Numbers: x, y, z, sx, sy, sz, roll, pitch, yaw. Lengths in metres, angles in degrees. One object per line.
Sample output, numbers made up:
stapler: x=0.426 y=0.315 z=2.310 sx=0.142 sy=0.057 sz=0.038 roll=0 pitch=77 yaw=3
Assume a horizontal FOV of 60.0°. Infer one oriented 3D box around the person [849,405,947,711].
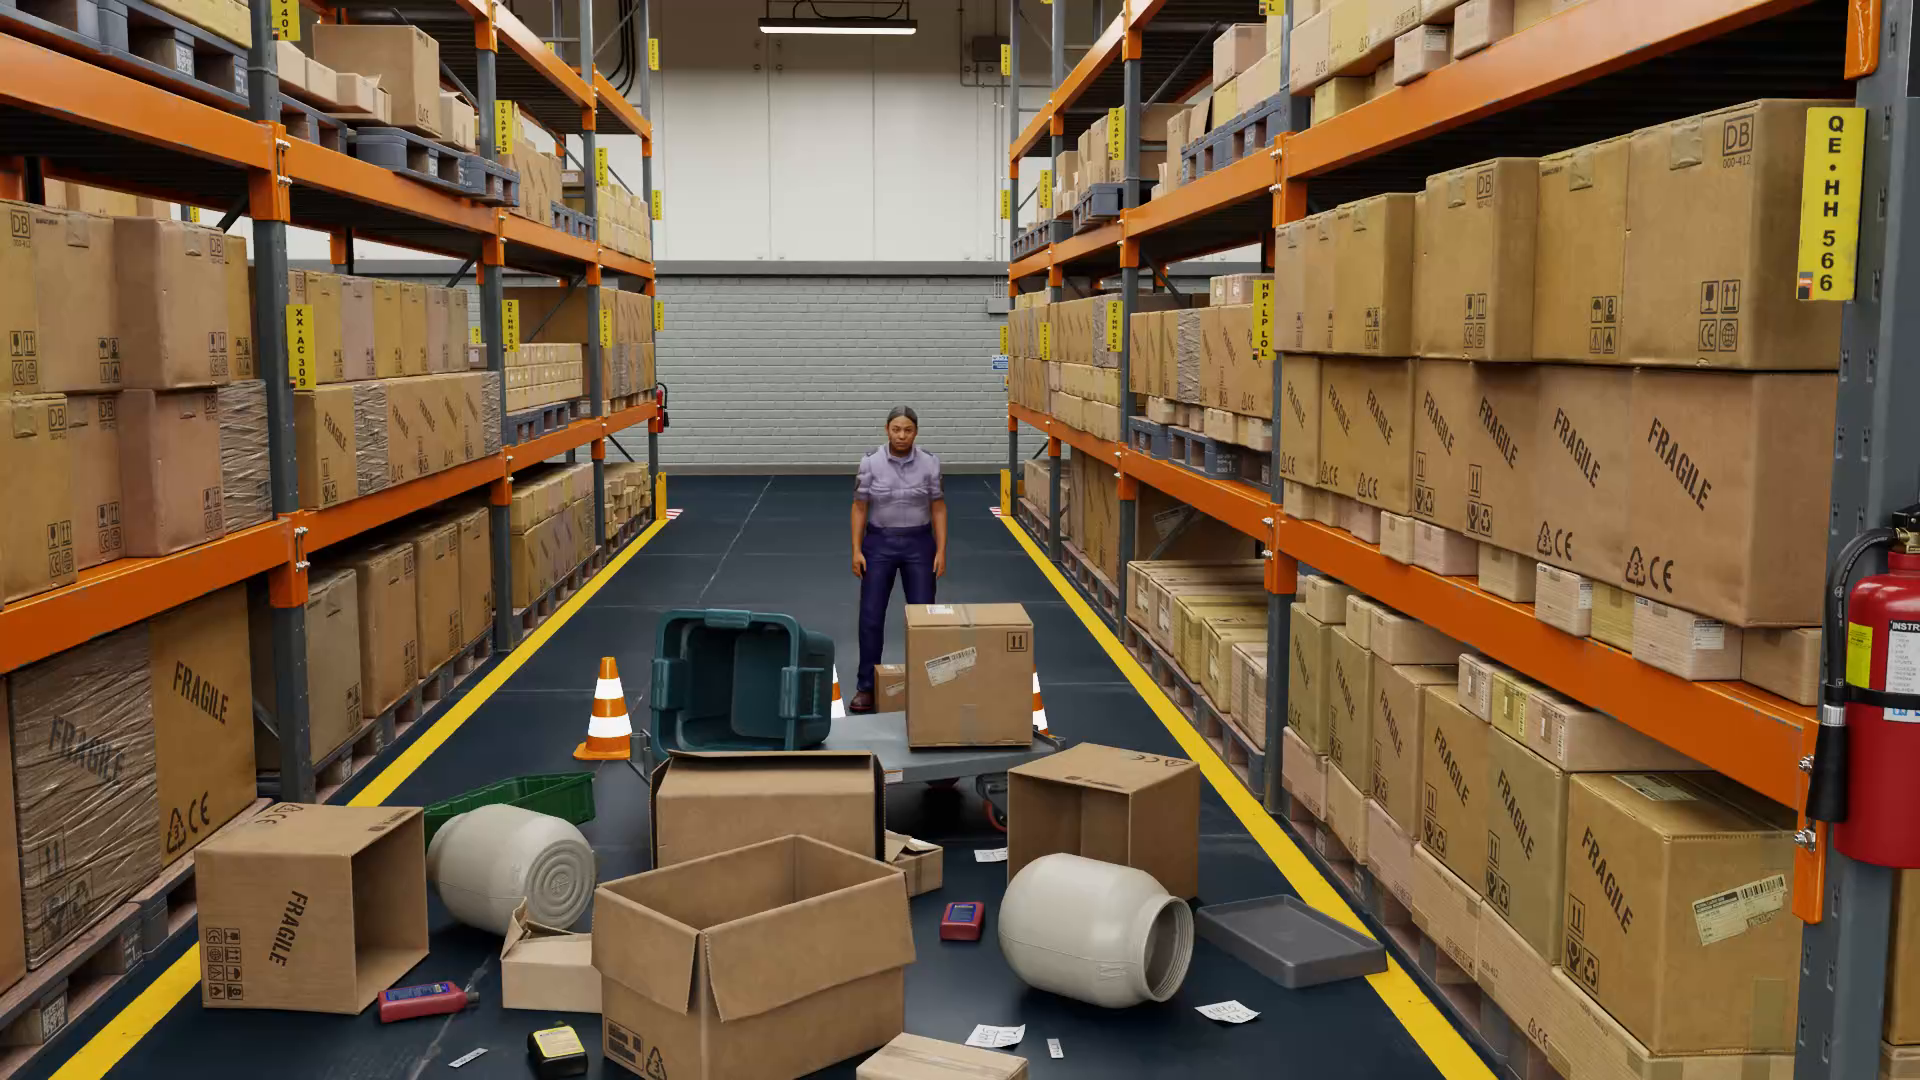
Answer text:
person: x=-0.339 y=0.088 z=9.062 sx=0.541 sy=1.652 sz=0.368 roll=0 pitch=7 yaw=-4
